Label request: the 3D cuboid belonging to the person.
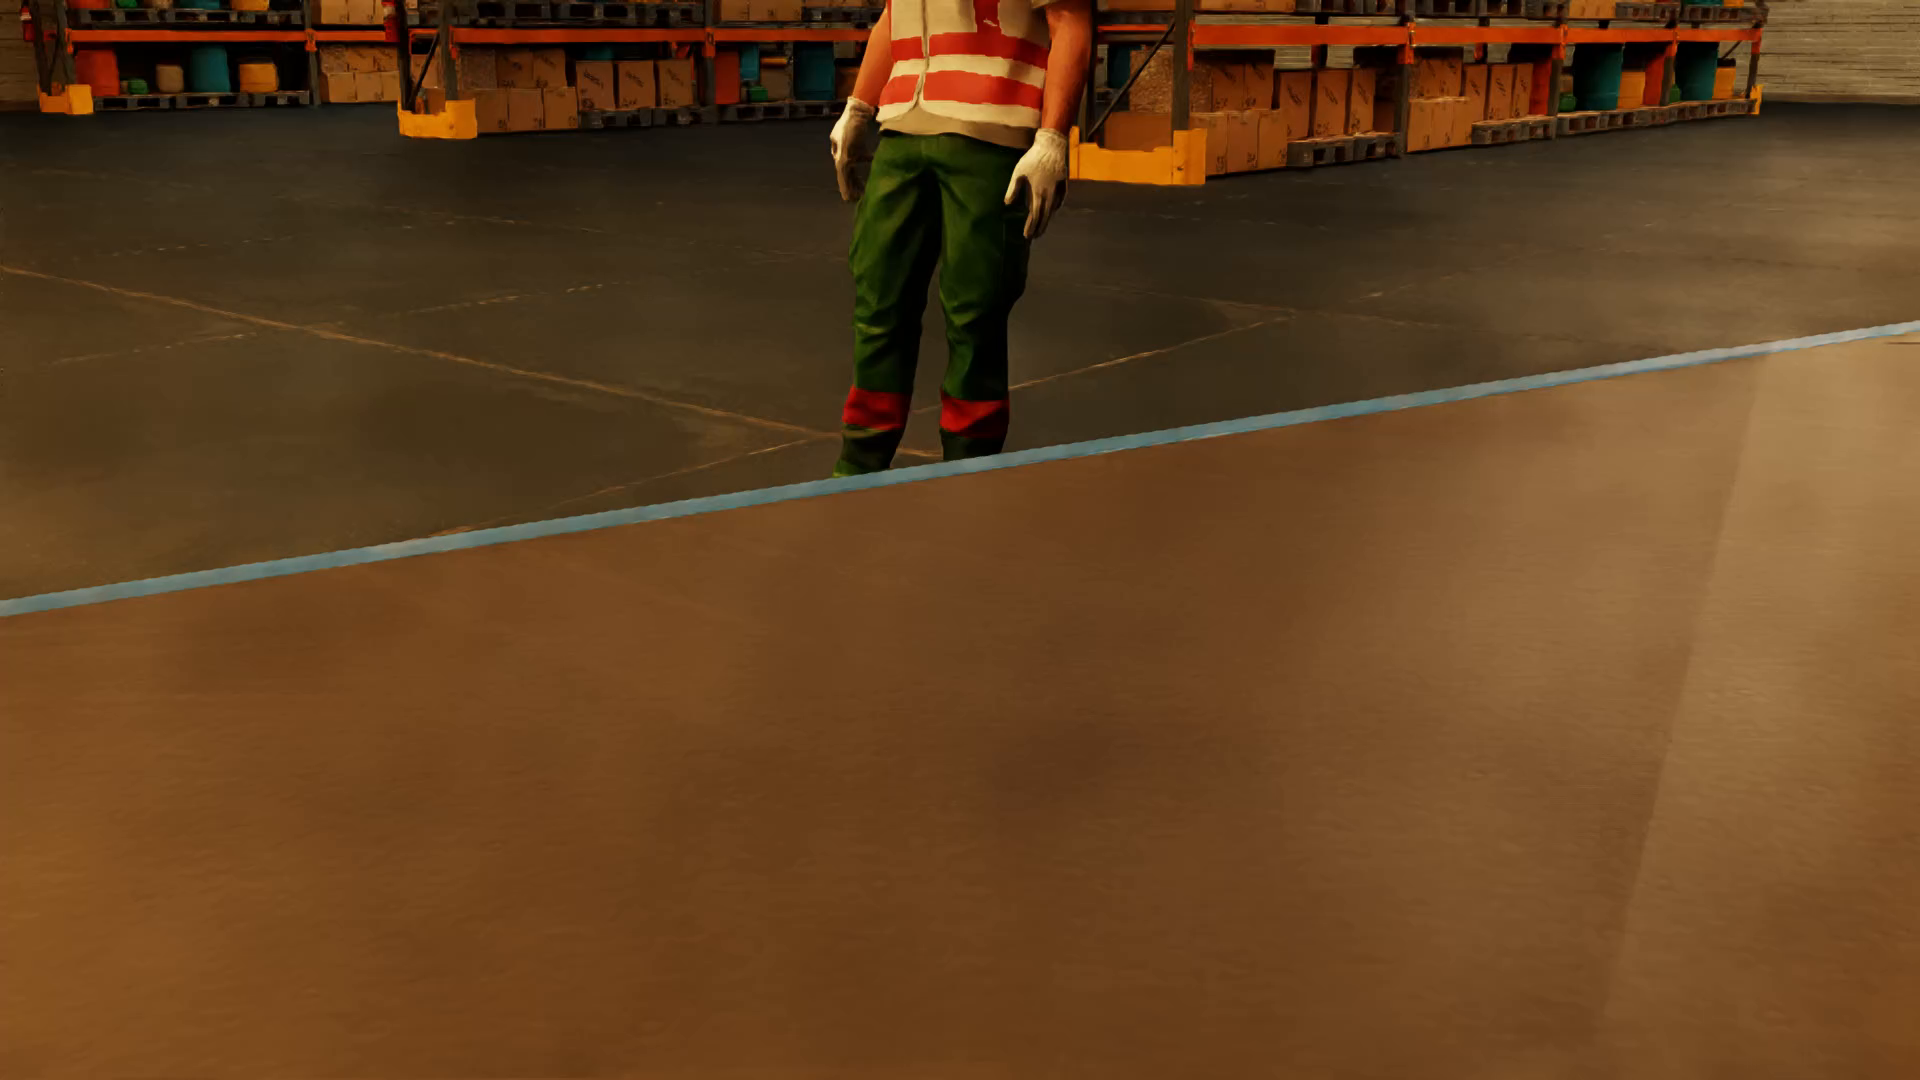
[{"bbox_3d":[-0.060,-0.847,3.627,0.637,1.787,0.563,13,21,37],"label":"person"}]
